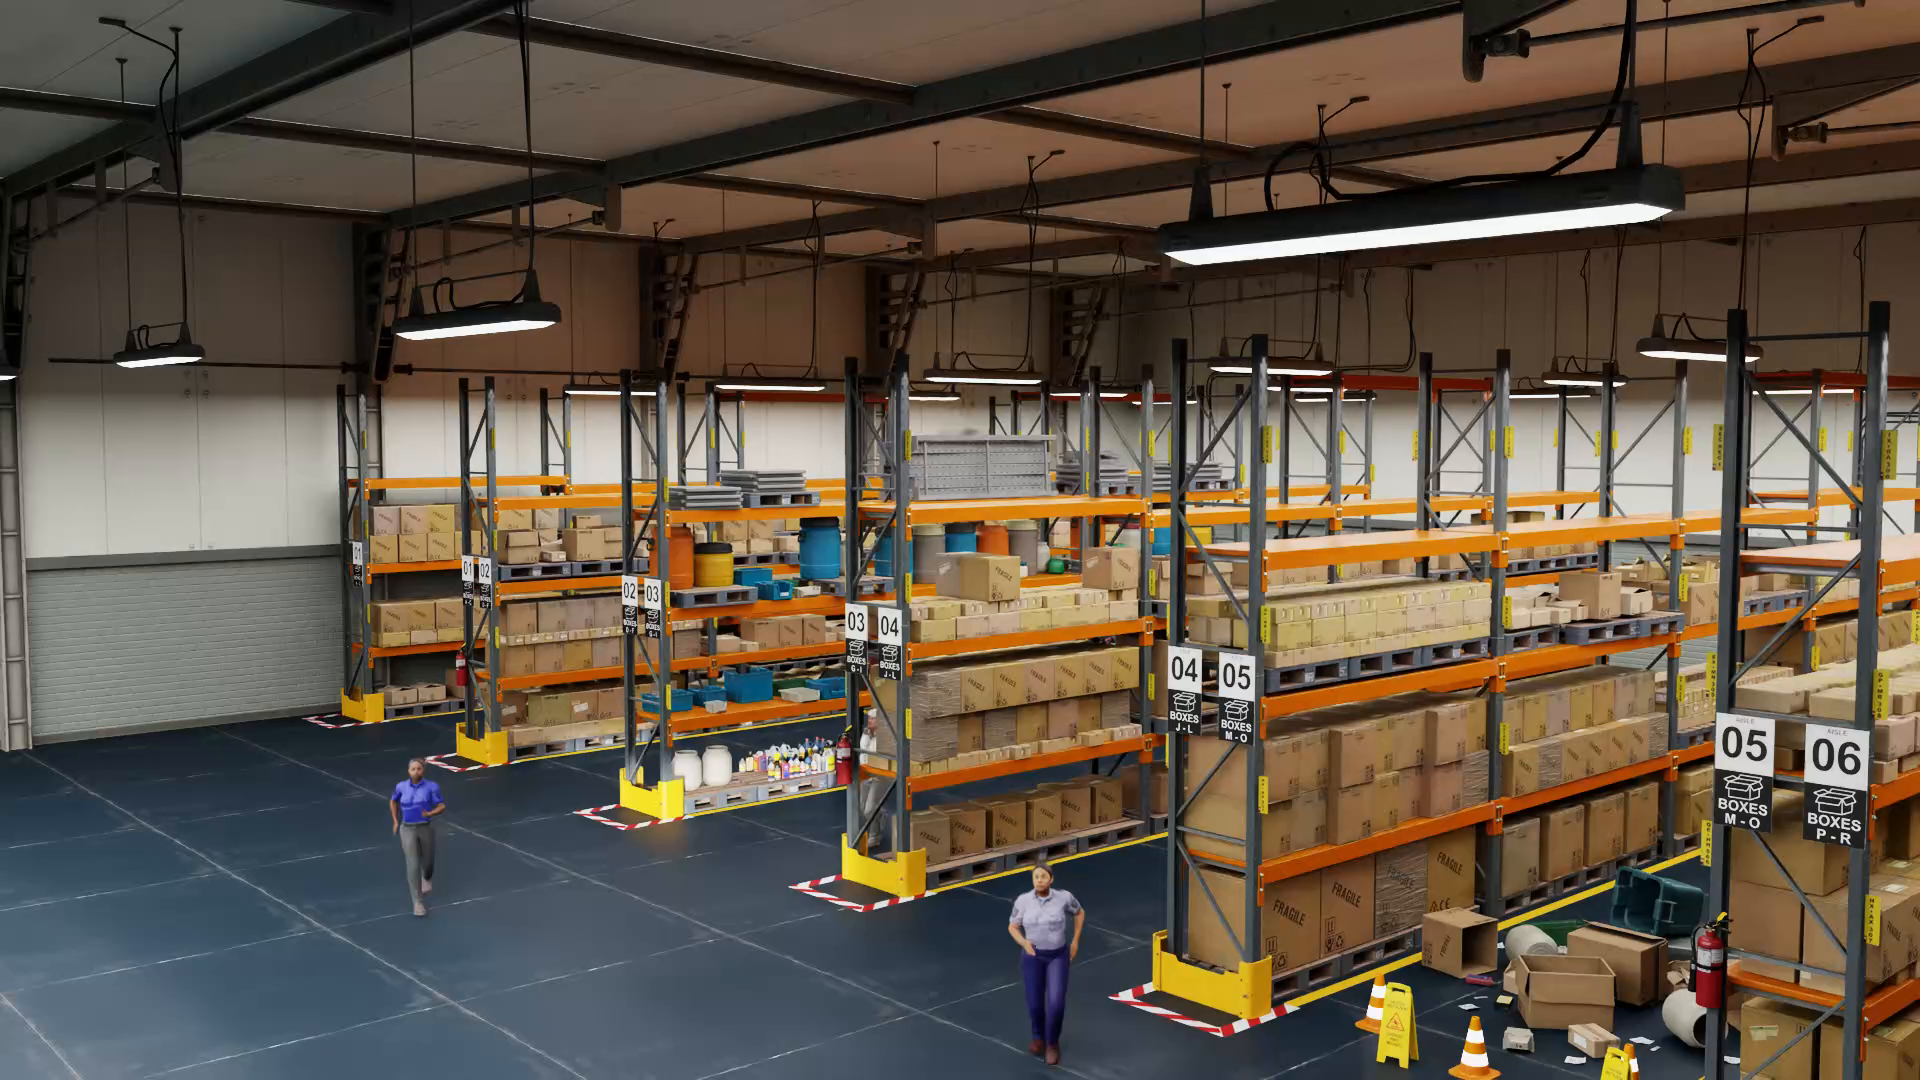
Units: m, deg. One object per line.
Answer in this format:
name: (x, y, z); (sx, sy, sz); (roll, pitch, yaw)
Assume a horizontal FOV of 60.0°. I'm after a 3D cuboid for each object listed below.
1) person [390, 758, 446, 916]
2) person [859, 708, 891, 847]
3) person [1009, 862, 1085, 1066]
person: (-5.849, 3.193, 17.951); (0.578, 1.552, 0.865); (-1, 4, -17)
person: (-1.034, 2.940, 20.709); (0.653, 1.726, 0.584); (3, 5, 39)
person: (0.698, 3.464, 13.630); (0.605, 1.646, 0.646); (1, 4, 10)
